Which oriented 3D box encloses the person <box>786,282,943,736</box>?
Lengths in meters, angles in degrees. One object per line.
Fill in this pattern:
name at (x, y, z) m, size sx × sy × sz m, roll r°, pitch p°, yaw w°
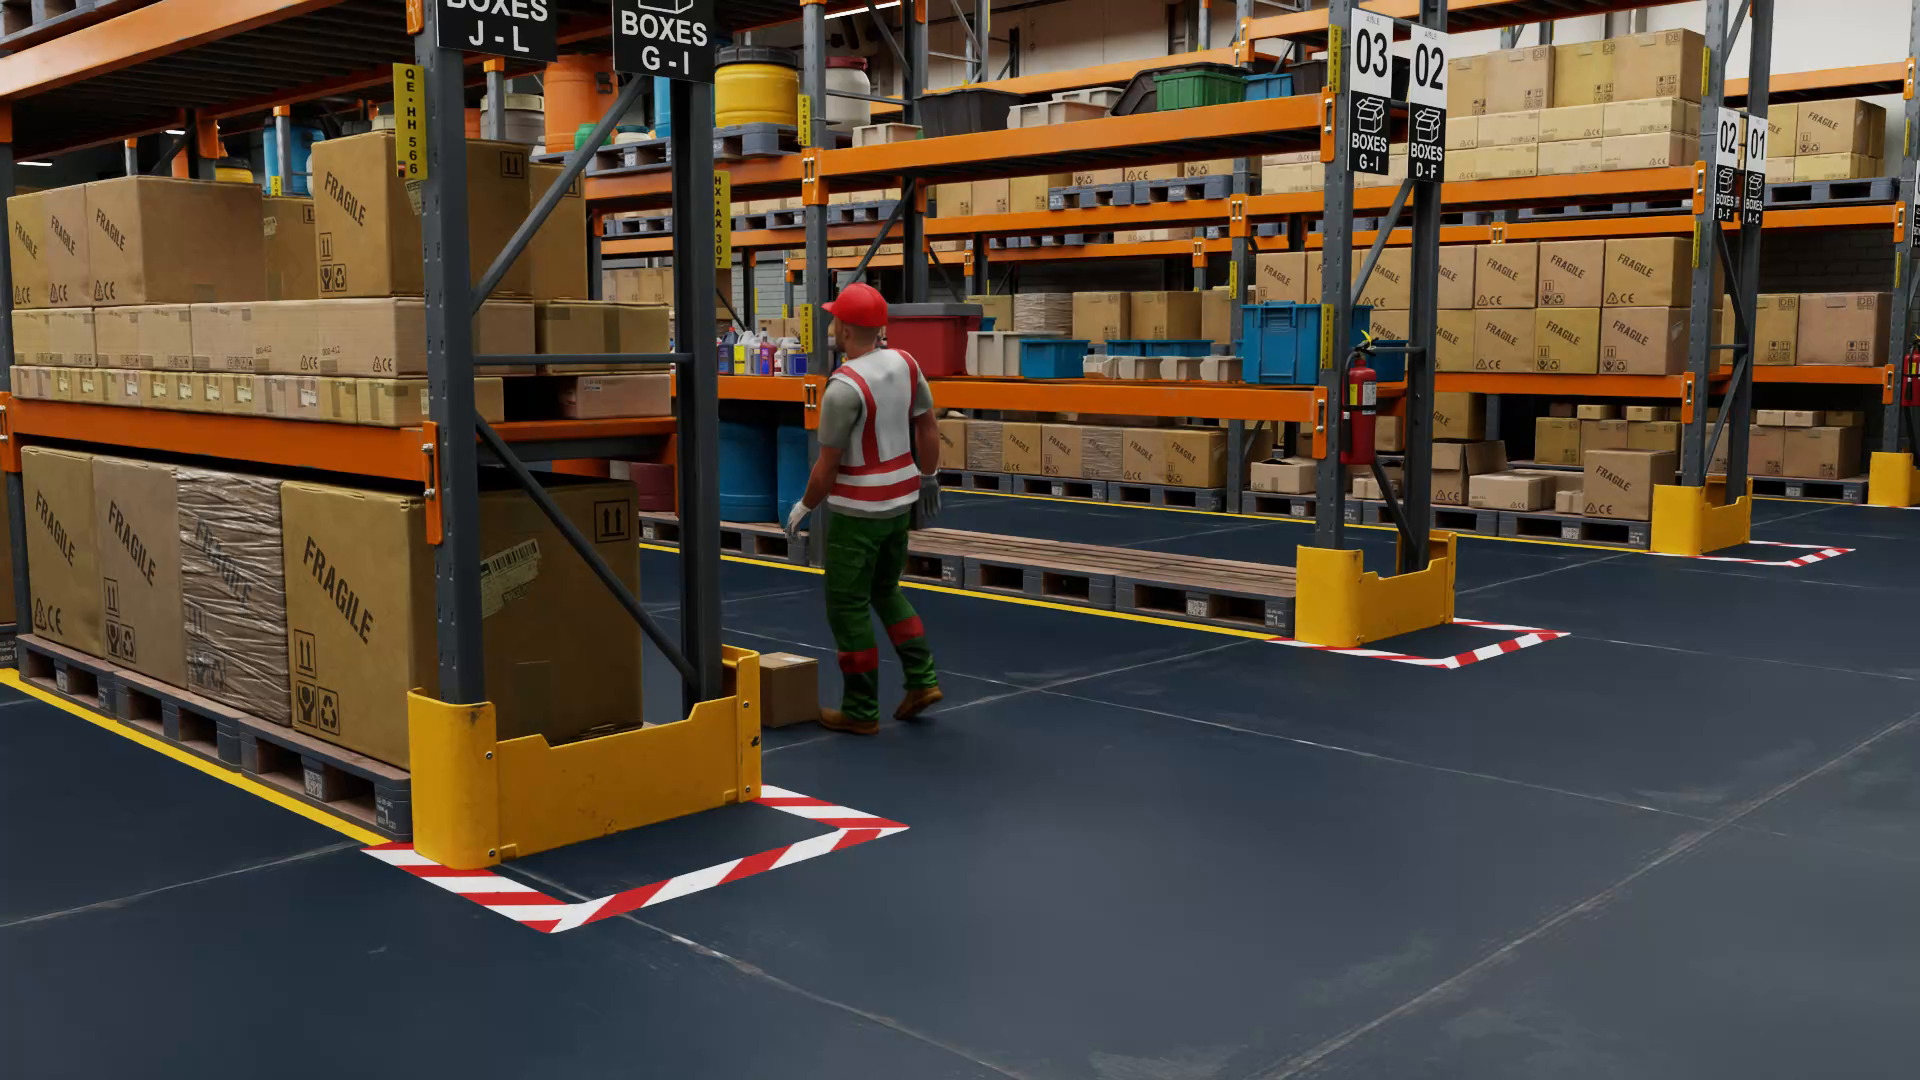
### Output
person at (-0.394, -0.105, 6.636) m, size 0.492 × 1.815 × 0.707 m, roll 4°, pitch 8°, yaw 28°
